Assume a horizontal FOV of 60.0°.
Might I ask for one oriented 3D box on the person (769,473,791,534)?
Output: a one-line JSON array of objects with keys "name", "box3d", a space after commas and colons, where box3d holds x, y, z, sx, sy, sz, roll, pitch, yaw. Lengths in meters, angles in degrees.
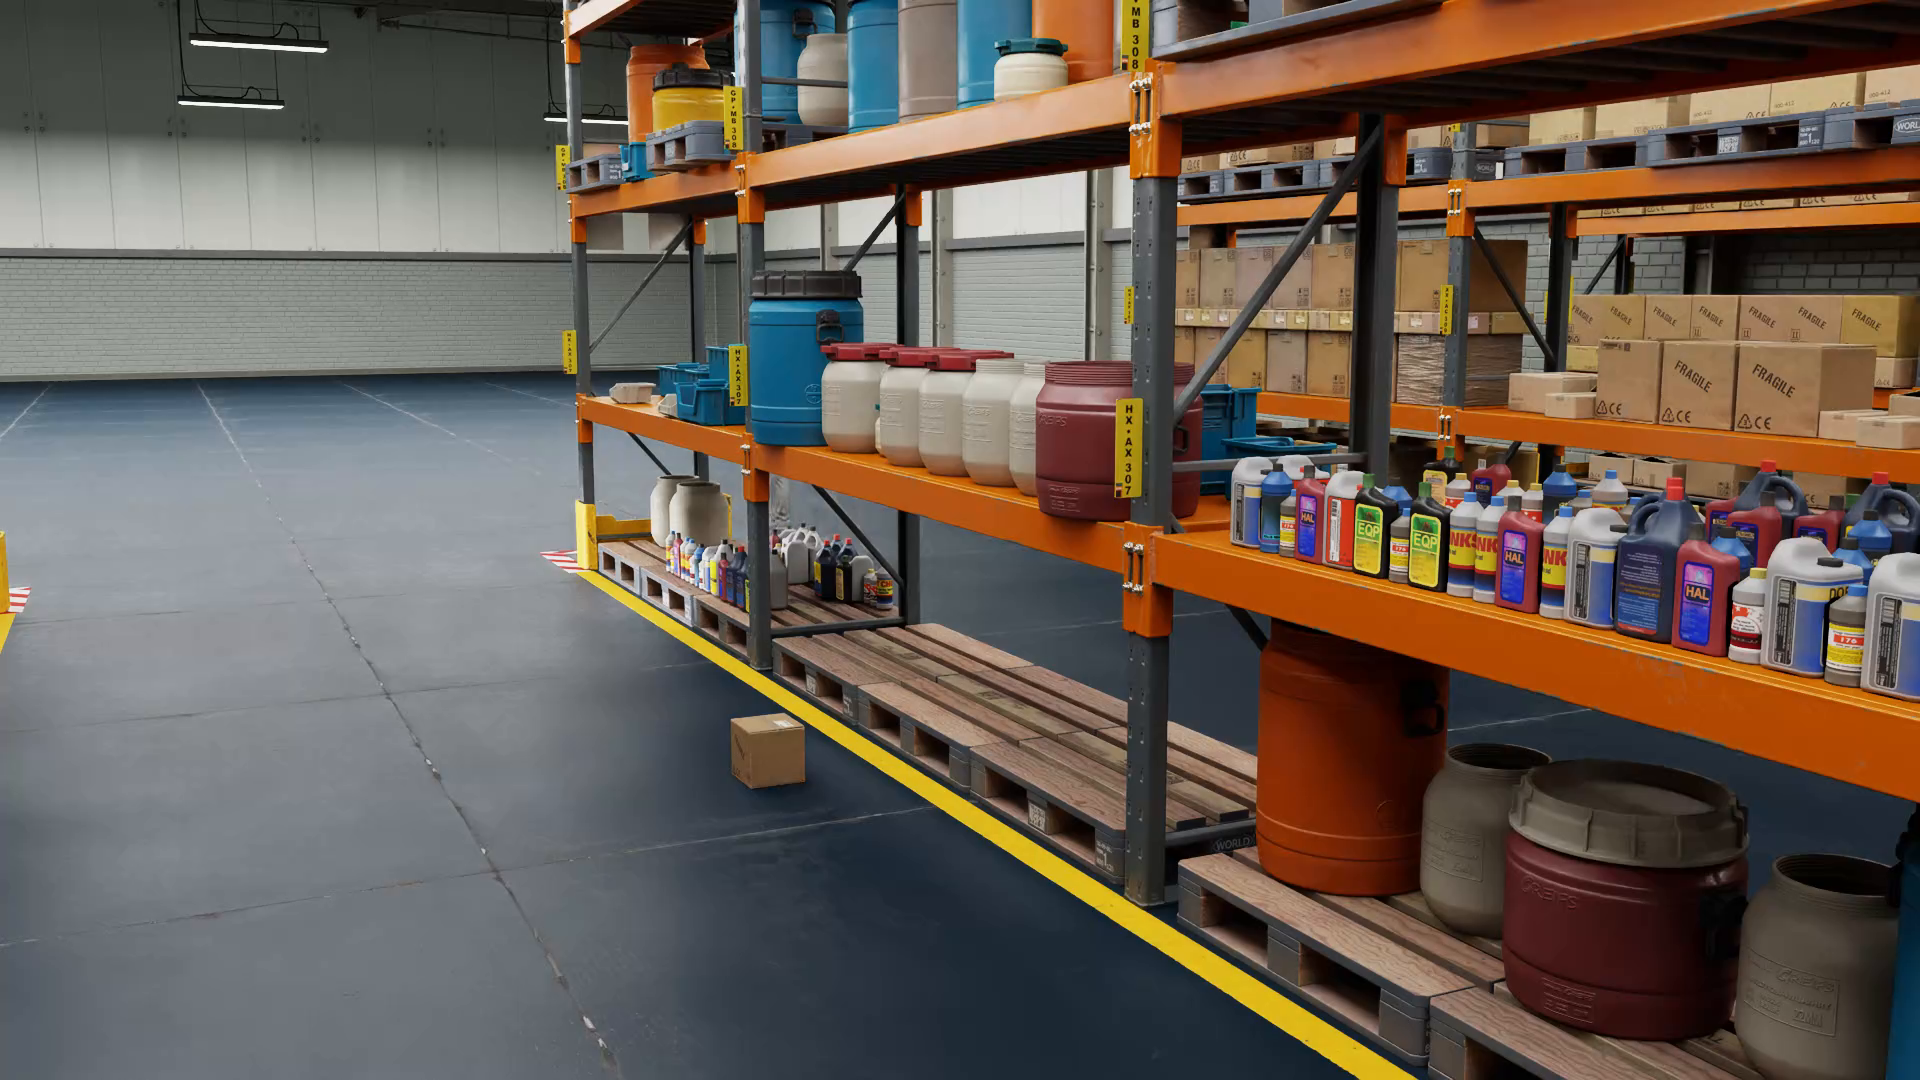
[{"name": "person", "box3d": [-1.654, -0.853, 14.358, 0.506, 1.761, 0.406, -8, 12, -44]}]
